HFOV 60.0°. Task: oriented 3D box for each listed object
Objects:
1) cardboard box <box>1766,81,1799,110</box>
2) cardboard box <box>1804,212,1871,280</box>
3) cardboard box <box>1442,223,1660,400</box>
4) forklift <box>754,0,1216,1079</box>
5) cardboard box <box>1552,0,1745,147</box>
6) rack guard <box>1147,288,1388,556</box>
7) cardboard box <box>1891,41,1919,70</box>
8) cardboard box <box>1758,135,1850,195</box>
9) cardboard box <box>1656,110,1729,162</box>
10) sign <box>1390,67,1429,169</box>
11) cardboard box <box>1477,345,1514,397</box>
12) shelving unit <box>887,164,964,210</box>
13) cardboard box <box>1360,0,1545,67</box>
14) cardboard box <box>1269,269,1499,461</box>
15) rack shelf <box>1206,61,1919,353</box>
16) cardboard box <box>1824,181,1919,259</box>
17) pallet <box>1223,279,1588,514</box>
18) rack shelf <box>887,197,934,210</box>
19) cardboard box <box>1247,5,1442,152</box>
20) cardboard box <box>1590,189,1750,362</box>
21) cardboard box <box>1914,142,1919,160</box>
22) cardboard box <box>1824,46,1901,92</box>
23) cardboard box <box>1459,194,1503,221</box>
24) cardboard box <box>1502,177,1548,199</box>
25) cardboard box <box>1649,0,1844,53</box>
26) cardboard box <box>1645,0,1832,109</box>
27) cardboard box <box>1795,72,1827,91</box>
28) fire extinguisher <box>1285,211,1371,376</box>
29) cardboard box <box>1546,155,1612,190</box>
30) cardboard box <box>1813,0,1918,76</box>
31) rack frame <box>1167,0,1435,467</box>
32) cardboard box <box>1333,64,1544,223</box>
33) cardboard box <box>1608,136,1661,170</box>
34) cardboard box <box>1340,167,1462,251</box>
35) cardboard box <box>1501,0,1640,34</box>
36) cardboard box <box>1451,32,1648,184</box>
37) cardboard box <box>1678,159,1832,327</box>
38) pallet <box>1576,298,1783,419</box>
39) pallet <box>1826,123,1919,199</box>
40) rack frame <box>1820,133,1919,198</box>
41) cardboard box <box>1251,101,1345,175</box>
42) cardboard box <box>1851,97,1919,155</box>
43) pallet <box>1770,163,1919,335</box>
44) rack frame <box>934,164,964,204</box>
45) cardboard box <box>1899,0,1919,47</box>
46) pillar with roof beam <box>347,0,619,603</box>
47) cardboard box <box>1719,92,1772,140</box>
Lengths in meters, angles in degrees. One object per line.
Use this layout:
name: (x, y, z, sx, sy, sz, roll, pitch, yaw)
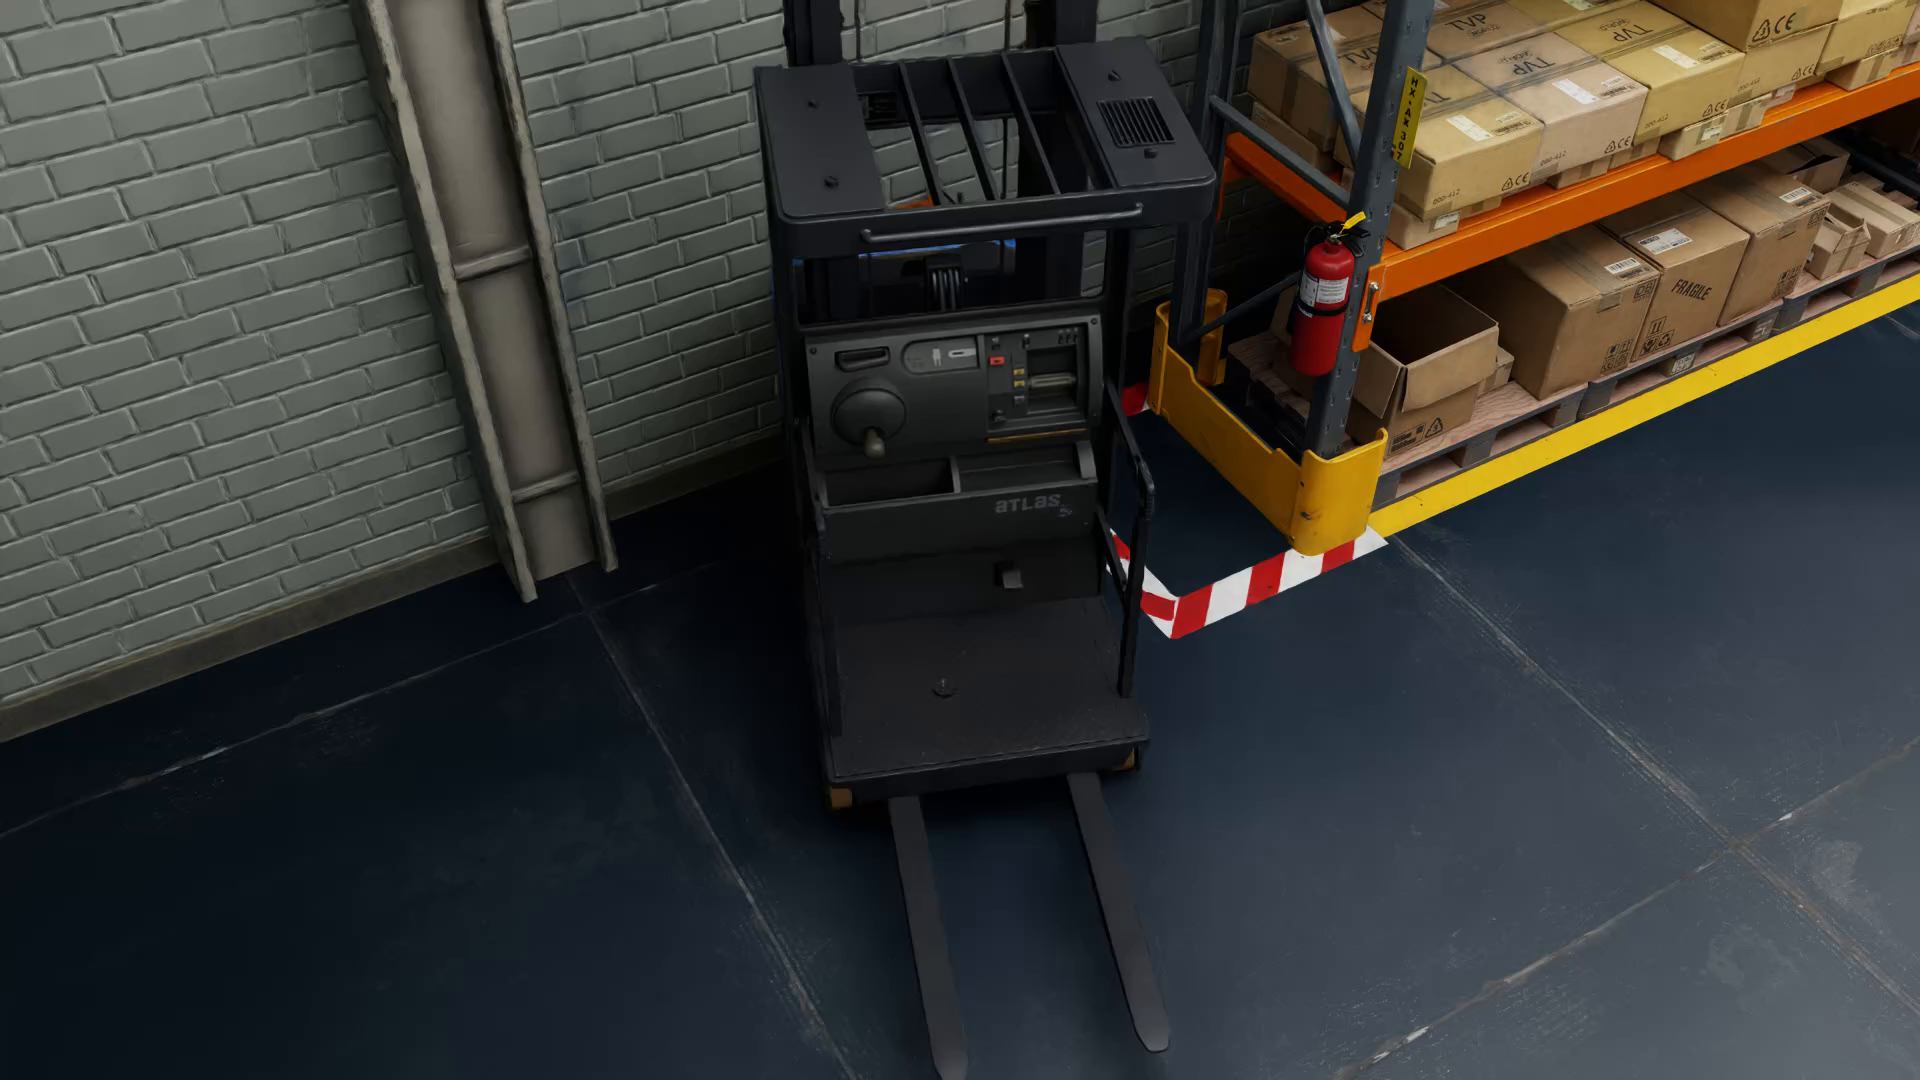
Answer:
cardboard box: (3.150, -1.891, 6.725, 0.250, 0.149, 0.380, -22, 48, -21)
cardboard box: (4.001, -1.444, 7.746, 0.258, 0.266, 0.396, -20, 48, -20)
cardboard box: (2.518, -1.063, 7.185, 0.500, 0.500, 0.700, -20, 48, -19)
forklift: (0.028, -0.394, 5.051, 1.130, 2.935, 3.031, -7, 45, -7)
cardboard box: (2.582, -1.782, 6.326, 0.500, 0.250, 0.500, -23, 49, -22)
rack guard: (1.245, -0.511, 6.917, 0.348, 0.500, 1.175, -22, 48, -21)
cardboard box: (3.828, -2.133, 6.974, 0.250, 0.149, 0.380, -21, 48, -20)
cardboard box: (3.957, -1.868, 8.150, 0.500, 0.311, 0.500, -20, 48, -20)
cardboard box: (2.743, -1.656, 6.483, 0.250, 0.149, 0.380, -23, 49, -22)
sign: (1.450, -1.364, 5.380, 0.005, 0.325, 0.100, -22, 48, -21)
cardboard box: (2.145, -0.788, 7.153, 0.250, 0.149, 0.380, -24, 49, -22)
shelving unit: (-0.253, -0.889, 6.799, 0.503, 1.200, 0.258, -20, 45, -19)
cardboard box: (1.894, -1.932, 6.481, 0.500, 0.250, 0.500, -22, 48, -21)
cardboard box: (1.757, -0.791, 6.902, 0.637, 0.503, 0.797, -24, 49, -22)
rack shelf: (2.914, -1.817, 6.985, 4.000, 0.370, 1.077, -22, 48, -21)
cardboard box: (4.311, -1.526, 7.914, 0.250, 0.149, 0.380, -23, 49, -22)
pallet: (1.936, -0.684, 7.303, 1.213, 0.211, 1.003, -22, 48, -21)
rack shelf: (-0.259, -1.181, 6.535, 0.480, 0.148, 0.258, -20, 45, -19)
cardboard box: (1.446, -1.754, 6.298, 0.500, 0.250, 0.500, -20, 48, -20)
cardboard box: (3.026, -1.186, 7.312, 0.500, 0.500, 0.500, -21, 48, -20)
cardboard box: (5.179, -2.055, 8.207, 0.500, 0.500, 0.500, -20, 48, -19)
cardboard box: (3.620, -2.027, 6.866, 0.250, 0.149, 0.380, -22, 48, -22)
cardboard box: (1.799, -1.356, 6.173, 0.250, 0.149, 0.380, -21, 48, -20)
cardboard box: (2.009, -1.468, 6.289, 0.250, 0.149, 0.380, -22, 48, -21)
cardboard box: (3.007, -2.219, 6.238, 0.500, 0.500, 0.500, -21, 48, -20)
cardboard box: (3.015, -1.972, 6.522, 0.500, 0.250, 0.500, -23, 49, -22)
cardboard box: (3.341, -2.005, 6.843, 0.250, 0.149, 0.380, -21, 48, -20)
fire extinguisher: (1.282, -0.890, 5.836, 0.183, 0.674, 0.296, -22, 48, -21)
cardboard box: (2.259, -1.518, 6.341, 0.250, 0.149, 0.380, -20, 48, -20)
cardboard box: (3.462, -2.150, 6.706, 0.500, 0.250, 0.500, -22, 48, -21)
rack frame: (1.179, -1.381, 6.019, 0.127, 3.000, 1.000, -22, 48, -21)
cardboard box: (1.707, -1.429, 5.963, 0.500, 0.250, 0.500, -22, 48, -21)
cardboard box: (2.486, -1.614, 6.440, 0.250, 0.149, 0.380, -21, 48, -20)
cardboard box: (1.601, -1.239, 6.054, 0.250, 0.149, 0.380, -22, 48, -21)
cardboard box: (2.325, -2.101, 6.655, 0.500, 0.250, 0.500, -20, 48, -20)
cardboard box: (2.144, -1.604, 6.143, 0.500, 0.250, 0.500, -21, 48, -21)
cardboard box: (3.418, -1.423, 7.556, 0.500, 0.500, 0.700, -24, 49, -22)
pallet: (2.993, -1.104, 7.737, 1.213, 0.211, 1.003, -22, 48, -21)
pallet: (5.334, -2.073, 8.735, 1.213, 0.211, 1.003, -22, 48, -21)
rack frame: (4.648, -2.769, 7.449, 0.127, 3.000, 1.000, -22, 48, -21)
cardboard box: (1.333, -1.568, 6.392, 0.250, 0.149, 0.380, -22, 48, -21)
cardboard box: (4.926, -2.372, 8.533, 0.500, 0.500, 0.500, -22, 48, -21)
pallet: (4.052, -1.531, 8.176, 1.213, 0.211, 1.003, -22, 48, -21)
rack frame: (-0.036, -0.967, 6.879, 0.015, 1.200, 0.240, -20, 45, -19)
cardboard box: (3.901, -2.315, 6.876, 0.500, 0.250, 0.500, -22, 48, -21)
pillar with roof beam: (0.537, -0.543, 0.848, 0.400, 9.000, 9.100, -22, 48, -21)
cardboard box: (2.961, -1.760, 6.590, 0.250, 0.149, 0.380, -21, 48, -20)
